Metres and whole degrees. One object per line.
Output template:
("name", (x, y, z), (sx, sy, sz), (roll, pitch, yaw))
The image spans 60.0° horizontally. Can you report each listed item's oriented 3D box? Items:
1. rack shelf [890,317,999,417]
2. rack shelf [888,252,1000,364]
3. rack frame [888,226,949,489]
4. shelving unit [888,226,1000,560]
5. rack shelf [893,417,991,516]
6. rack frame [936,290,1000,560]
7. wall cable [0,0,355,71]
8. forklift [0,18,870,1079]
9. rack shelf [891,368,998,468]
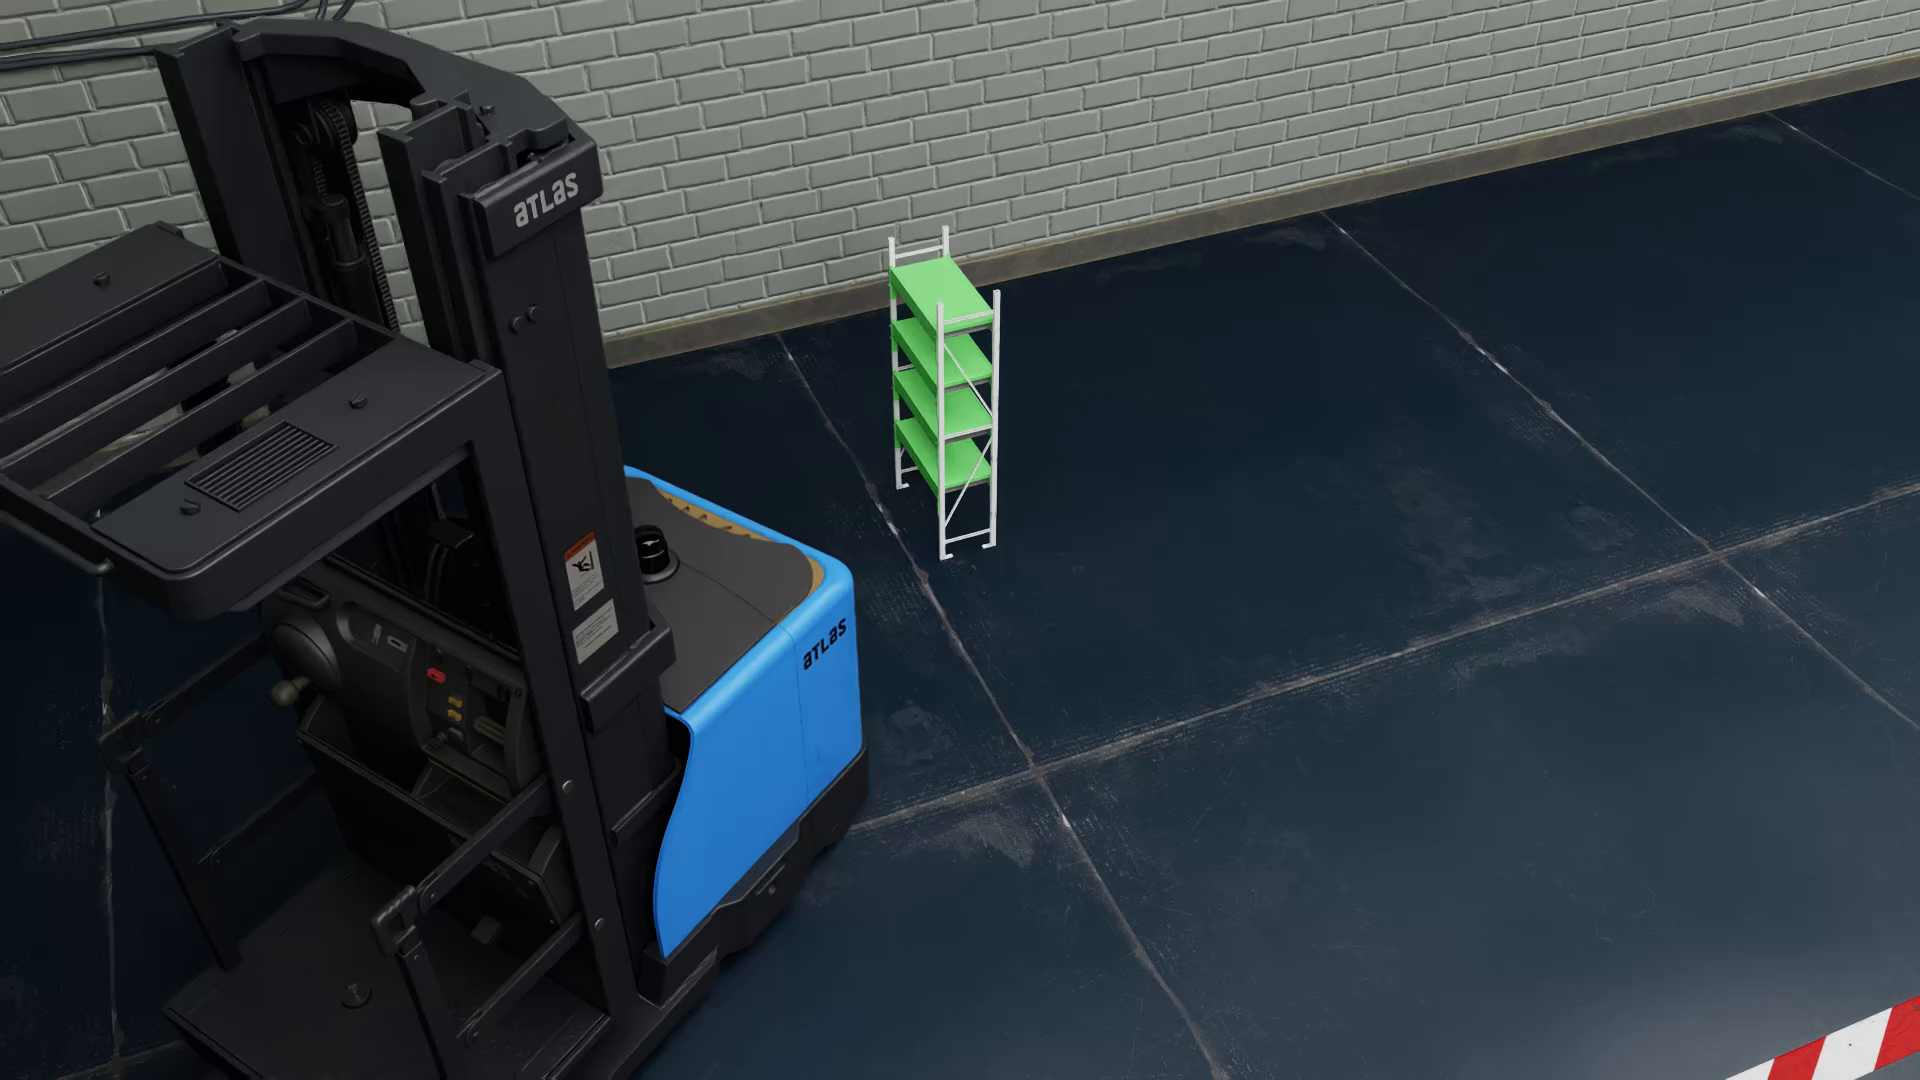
("rack shelf", (-0.063, -0.688, 6.360), (0.258, 0.148, 0.480), (-15, 43, -17))
("rack shelf", (-0.063, -0.870, 6.203), (0.258, 0.148, 0.480), (-15, 43, -17))
("rack frame", (-0.157, -0.702, 6.646), (0.240, 1.200, 0.015), (-15, 43, -17))
("shelving unit", (-0.063, -0.555, 6.475), (0.258, 1.200, 0.503), (-15, 43, -17))
("rack shelf", (-0.063, -0.324, 6.673), (0.258, 0.148, 0.480), (-15, 43, -17))
("rack frame", (0.030, -0.408, 6.304), (0.240, 1.200, 0.015), (-15, 43, -17))
("wall cable", (-3.605, -2.473, 5.105), (3.097, 2.526, 0.112), (-15, 43, -17))
("forklift", (-1.537, 0.411, 4.024), (1.130, 2.935, 3.031), (23, 46, 25))
("rack shelf", (-0.063, -0.506, 6.516), (0.258, 0.148, 0.480), (-15, 43, -17))
